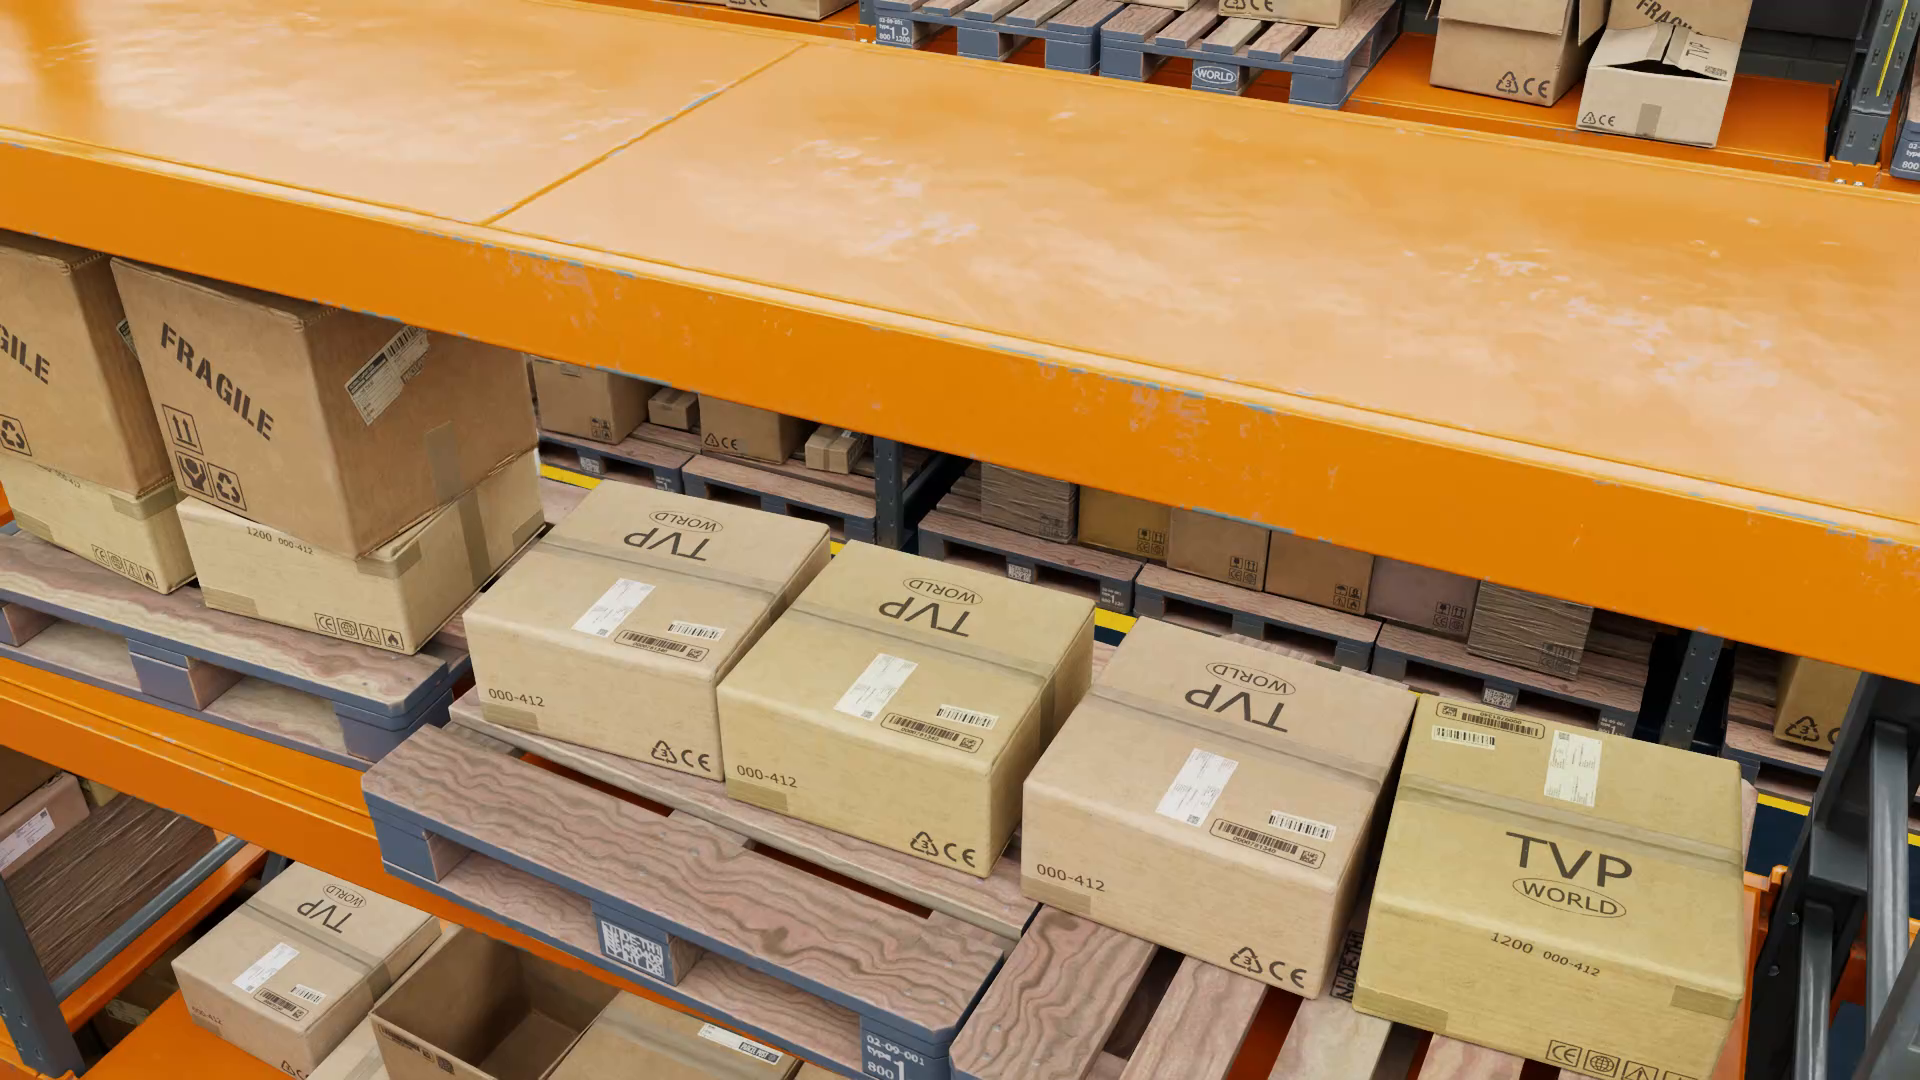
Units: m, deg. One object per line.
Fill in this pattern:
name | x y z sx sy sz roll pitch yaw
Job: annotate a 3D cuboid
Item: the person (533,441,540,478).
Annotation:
person | -1.983 0.079 7.307 0.590 1.757 0.569 6 34 9
